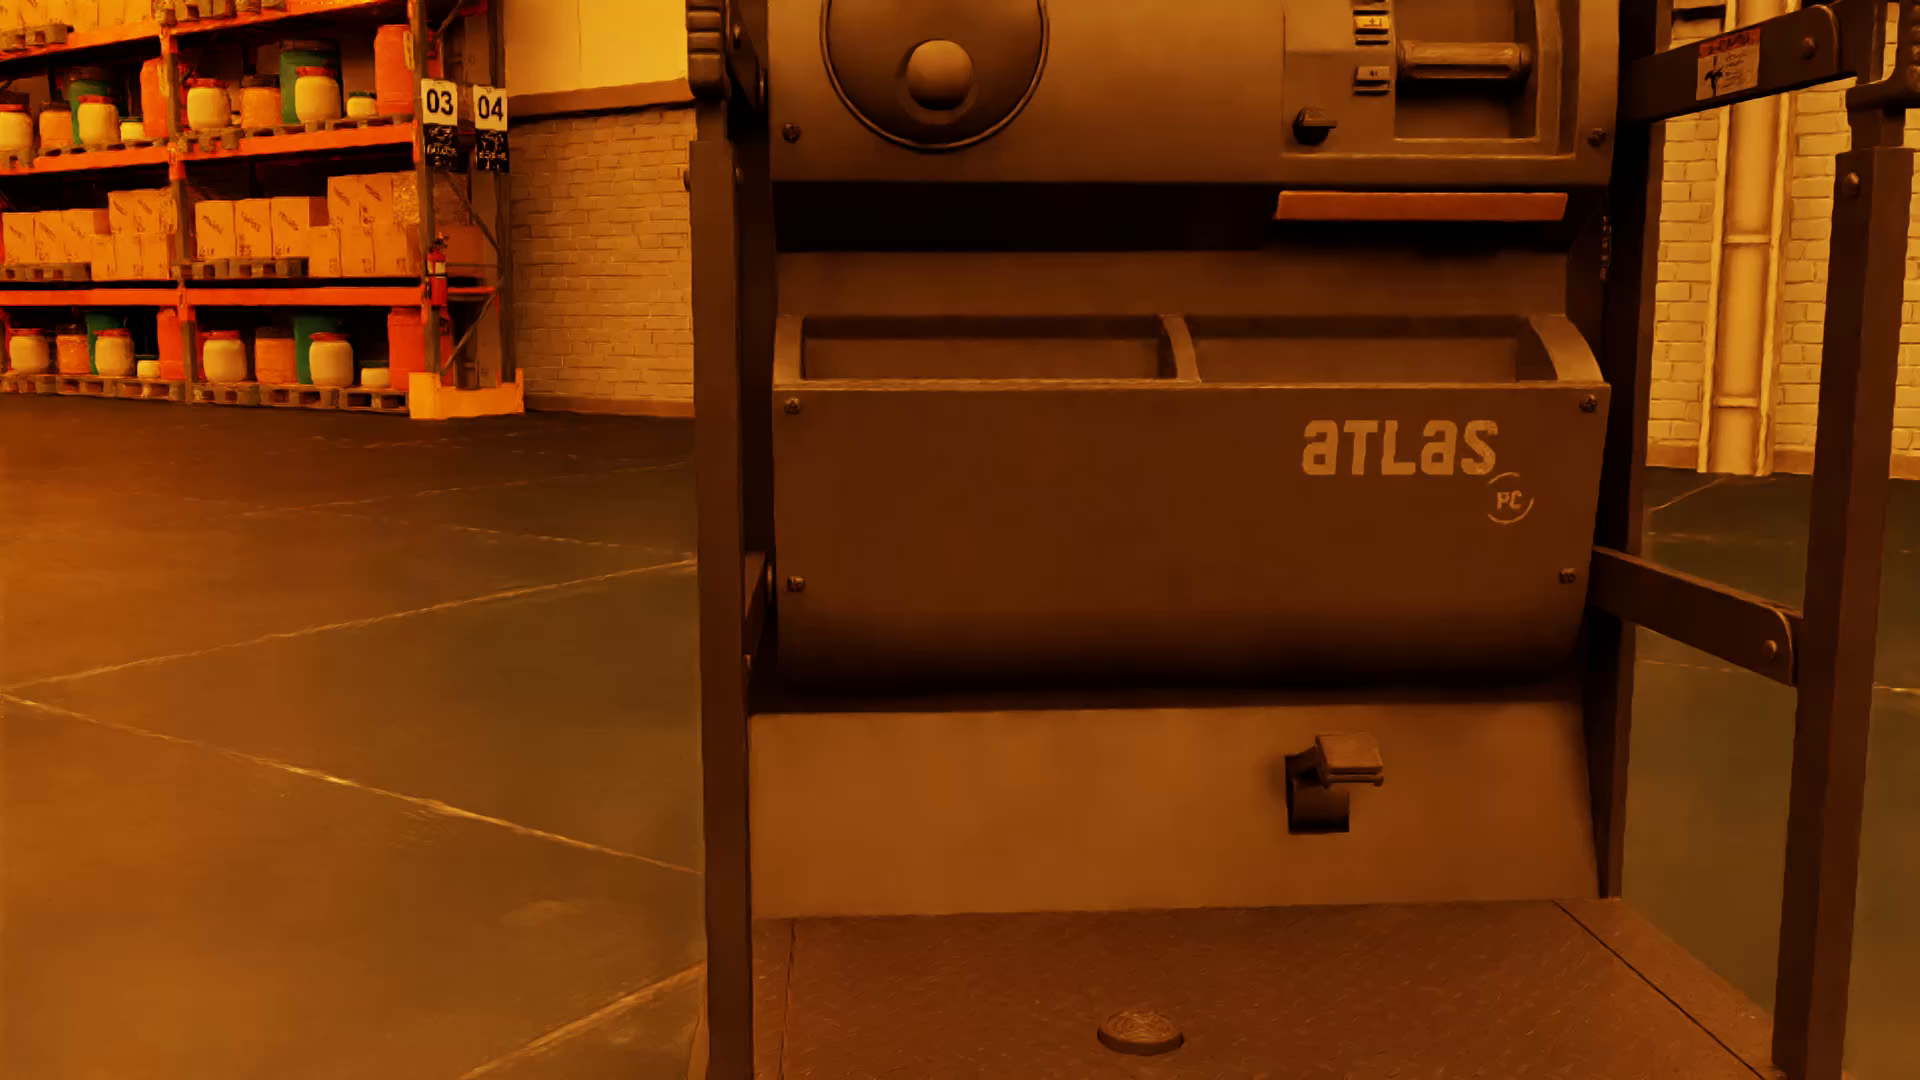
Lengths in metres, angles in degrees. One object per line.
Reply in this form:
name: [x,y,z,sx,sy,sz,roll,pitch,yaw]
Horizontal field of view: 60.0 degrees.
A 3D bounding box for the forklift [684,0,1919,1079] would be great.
forklift: [0.273,-0.629,1.617,1.130,2.935,3.031,-1,8,-4]
